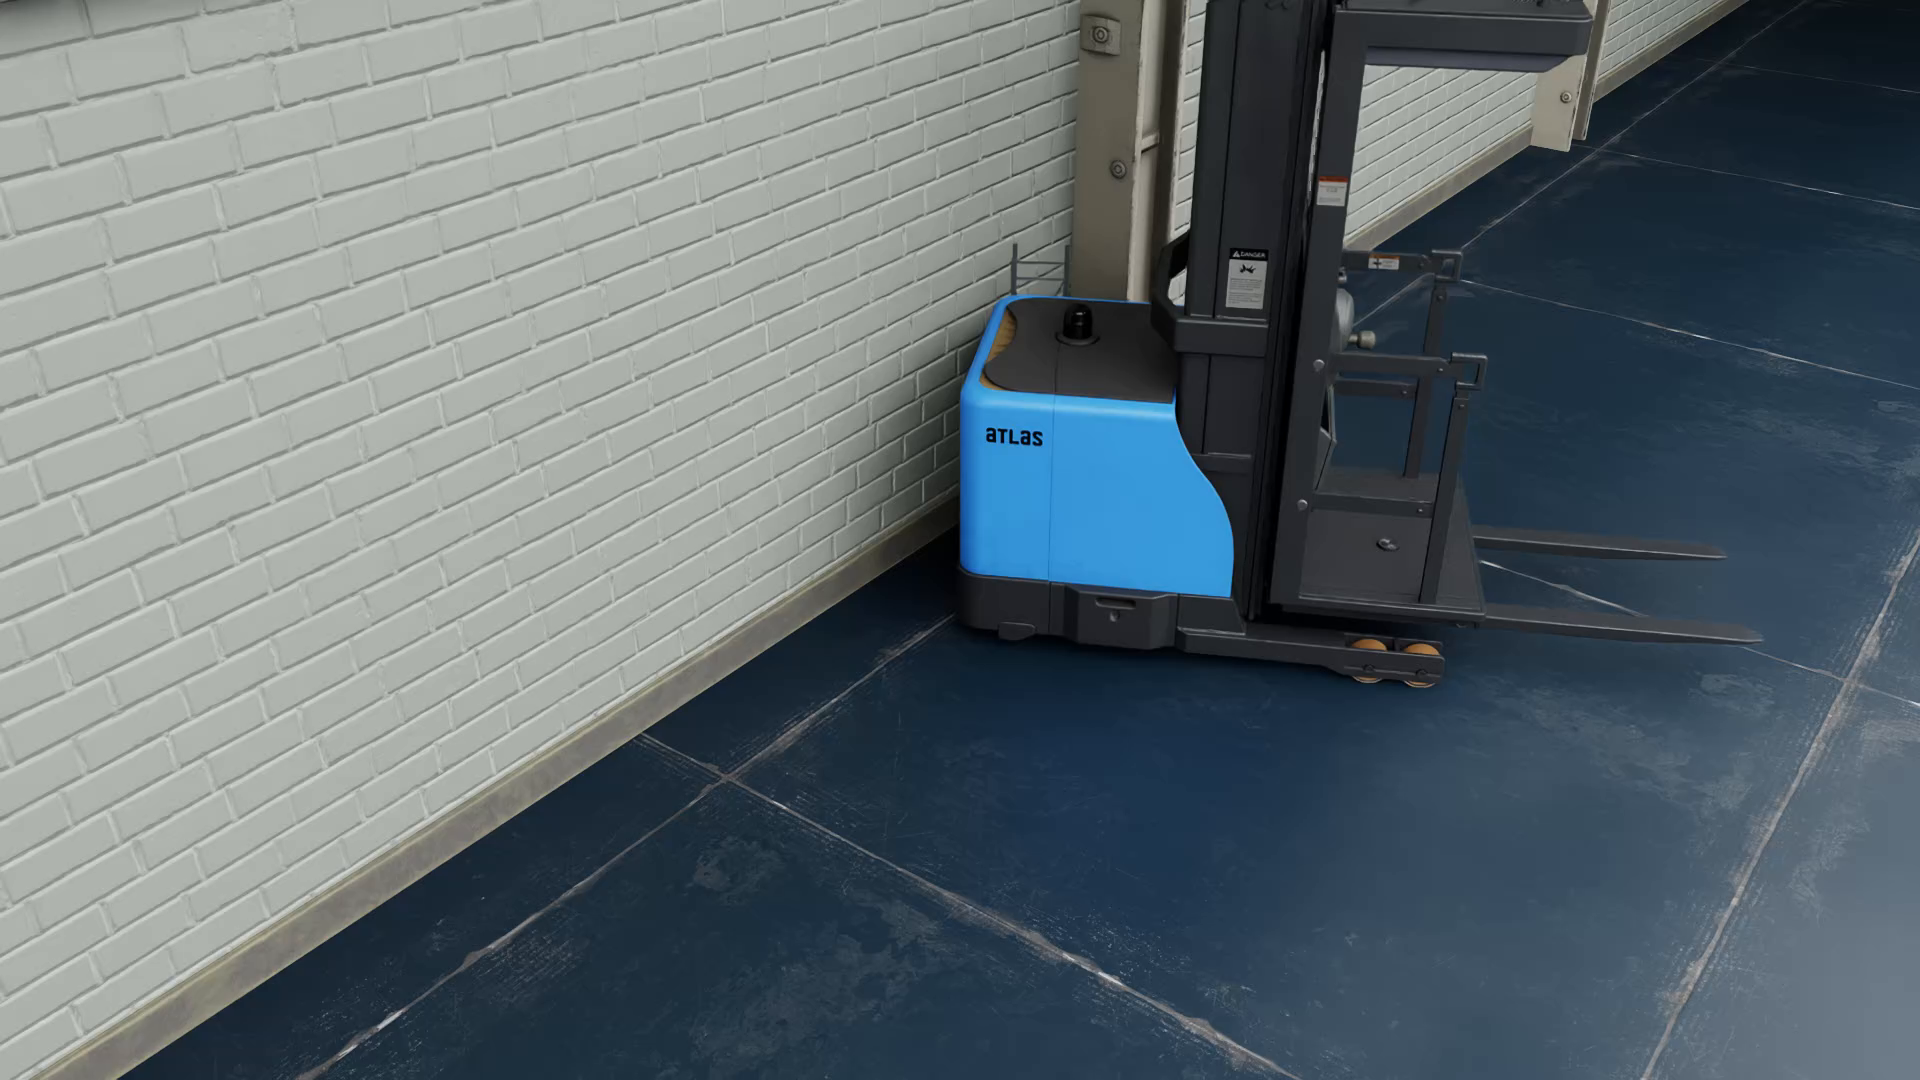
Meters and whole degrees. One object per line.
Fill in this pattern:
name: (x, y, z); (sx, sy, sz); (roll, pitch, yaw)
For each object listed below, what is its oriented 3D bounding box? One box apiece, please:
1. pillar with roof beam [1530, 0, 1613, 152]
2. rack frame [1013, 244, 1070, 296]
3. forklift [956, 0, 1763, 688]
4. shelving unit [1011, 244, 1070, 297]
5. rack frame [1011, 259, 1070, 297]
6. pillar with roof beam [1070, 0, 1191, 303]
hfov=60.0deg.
pillar with roof beam: (7.795, -5.466, 7.647); (9.100, 9.000, 0.400); (21, 37, 31)
rack frame: (0.343, -0.727, 7.300); (0.240, 1.200, 0.006); (2, 31, 3)
forklift: (1.552, -0.993, 6.050); (3.031, 2.935, 1.130); (5, 31, 8)
shelving unit: (0.337, -0.681, 7.222); (0.258, 1.200, 0.189); (2, 31, 3)
rack frame: (0.332, -0.634, 7.143); (0.240, 1.200, 0.006); (2, 31, 3)
pillar with roof beam: (4.173, -3.028, 3.532); (9.100, 9.000, 0.400); (21, 37, 31)
